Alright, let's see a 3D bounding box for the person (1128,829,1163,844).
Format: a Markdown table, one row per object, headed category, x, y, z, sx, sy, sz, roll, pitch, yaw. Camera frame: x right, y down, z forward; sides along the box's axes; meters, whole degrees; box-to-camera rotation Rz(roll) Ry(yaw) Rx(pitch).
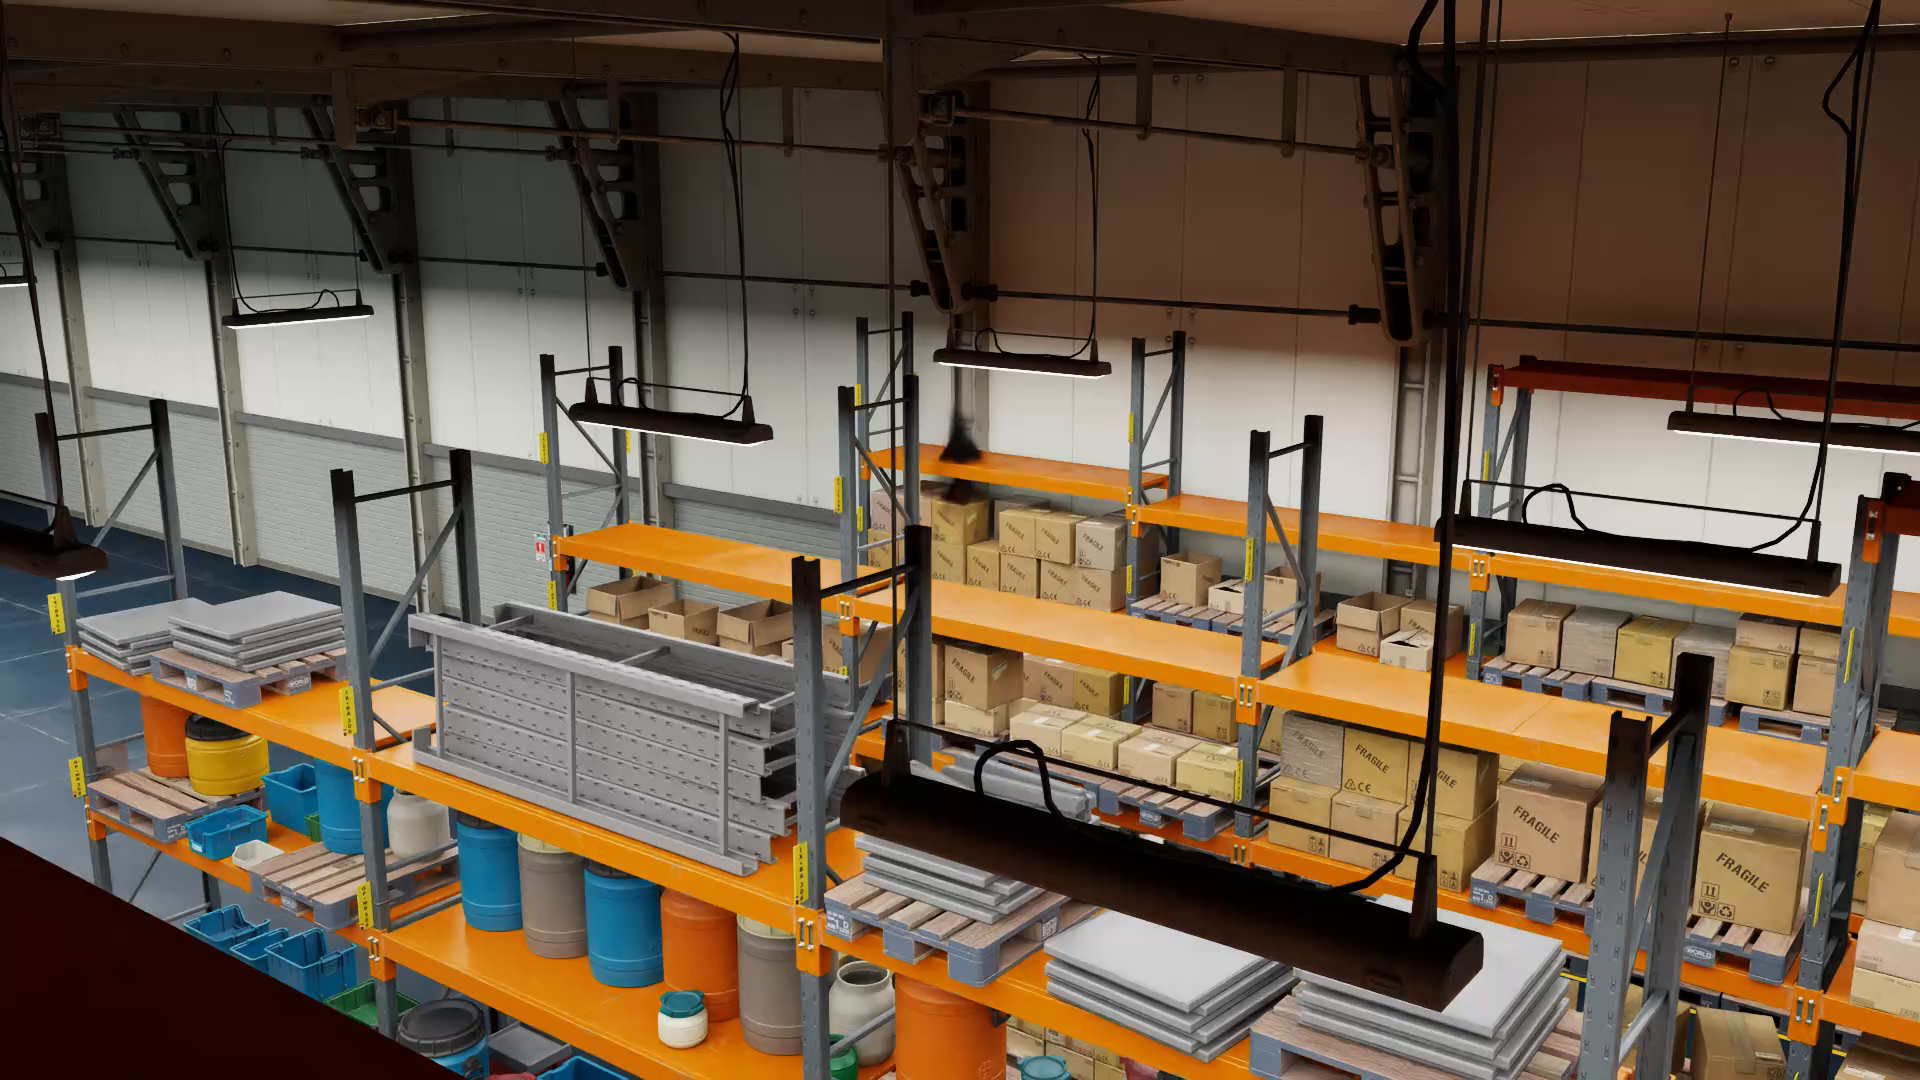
| category | x | y | z | sx | sy | sz | roll | pitch | yaw |
| --- | --- | --- | --- | --- | --- | --- | --- | --- | --- |
| person | 1.769 | 3.471 | 16.493 | 0.635 | 1.724 | 0.673 | 10 | 16 | 37 |
